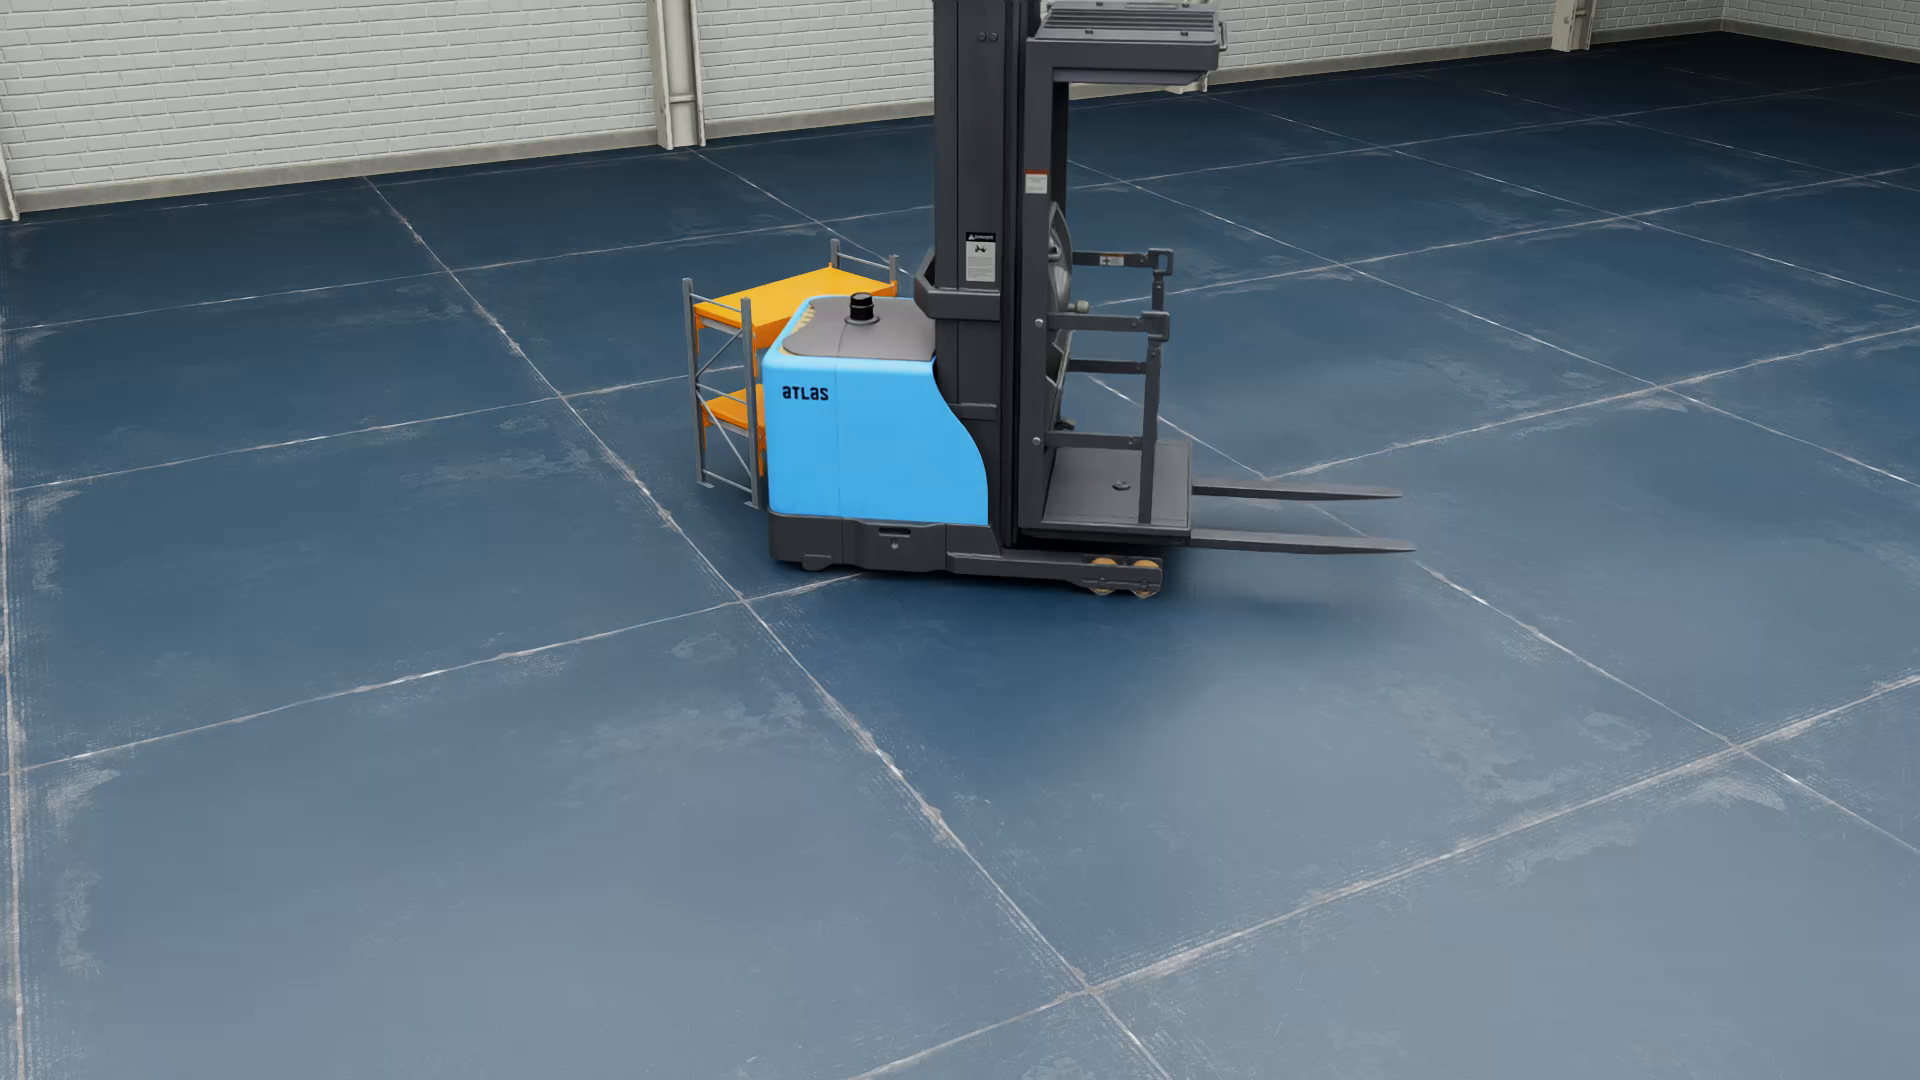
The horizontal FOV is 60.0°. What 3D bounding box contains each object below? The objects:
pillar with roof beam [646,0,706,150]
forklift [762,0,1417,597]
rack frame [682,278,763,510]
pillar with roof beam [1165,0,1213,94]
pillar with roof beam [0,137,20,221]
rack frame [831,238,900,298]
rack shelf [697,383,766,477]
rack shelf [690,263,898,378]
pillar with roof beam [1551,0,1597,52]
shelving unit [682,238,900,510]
[{"bbox_3d":[-0.710,-6.300,10.974,0.400,9.000,9.100,-13,29,-25],"label":"pillar with roof beam"},{"bbox_3d":[0.642,-1.303,7.577,3.031,2.935,1.130,3,26,7],"label":"forklift"},{"bbox_3d":[-1.212,-0.742,8.495,0.500,1.125,0.032,22,33,38],"label":"rack frame"},{"bbox_3d":[4.584,-7.522,13.519,0.400,9.000,9.100,-13,29,-25],"label":"pillar with roof beam"},{"bbox_3d":[-6.004,-5.078,8.429,0.400,9.000,9.100,-13,29,-25],"label":"pillar with roof beam"},{"bbox_3d":[-0.514,-1.061,9.161,0.500,1.125,0.032,22,33,38],"label":"rack frame"},{"bbox_3d":[-0.863,-0.681,8.934,0.538,0.278,1.000,22,33,38],"label":"rack shelf"},{"bbox_3d":[-0.863,-1.165,8.701,0.538,0.278,1.000,22,33,38],"label":"rack shelf"},{"bbox_3d":[9.879,-8.744,16.064,0.400,9.000,9.100,-13,29,-25],"label":"pillar with roof beam"},{"bbox_3d":[-0.863,-0.901,8.828,0.538,1.125,1.048,22,33,38],"label":"shelving unit"}]
